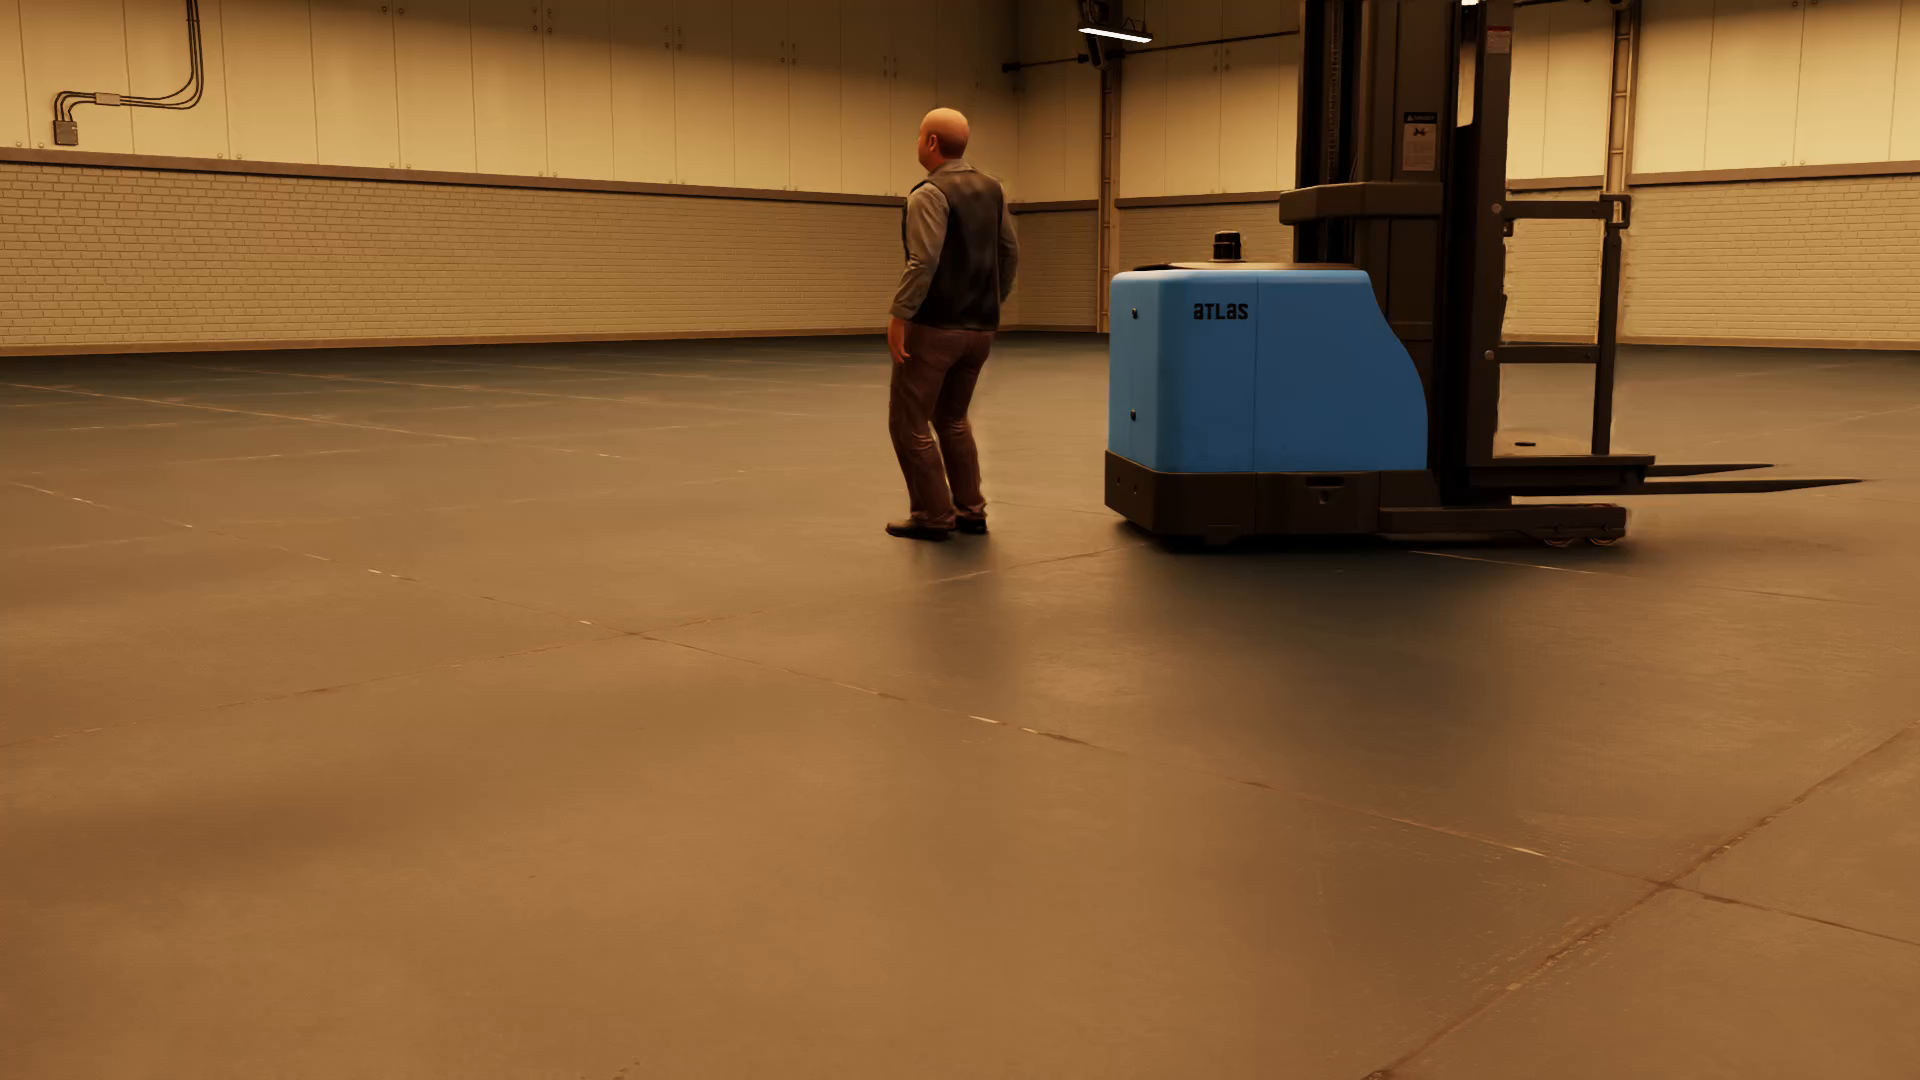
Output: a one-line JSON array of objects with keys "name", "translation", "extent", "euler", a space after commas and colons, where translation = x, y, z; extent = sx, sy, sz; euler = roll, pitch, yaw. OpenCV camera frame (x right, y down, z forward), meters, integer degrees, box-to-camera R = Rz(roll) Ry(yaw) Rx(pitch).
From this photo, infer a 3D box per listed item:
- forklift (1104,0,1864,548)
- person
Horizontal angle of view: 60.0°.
[{"name": "forklift", "translation": [2.187, -1.497, 6.812], "extent": [3.031, 2.935, 1.130], "euler": [-1, 9, -7]}, {"name": "person", "translation": [-0.082, -0.837, 6.646], "extent": [0.496, 1.711, 0.712], "euler": [7, 11, 40]}]
